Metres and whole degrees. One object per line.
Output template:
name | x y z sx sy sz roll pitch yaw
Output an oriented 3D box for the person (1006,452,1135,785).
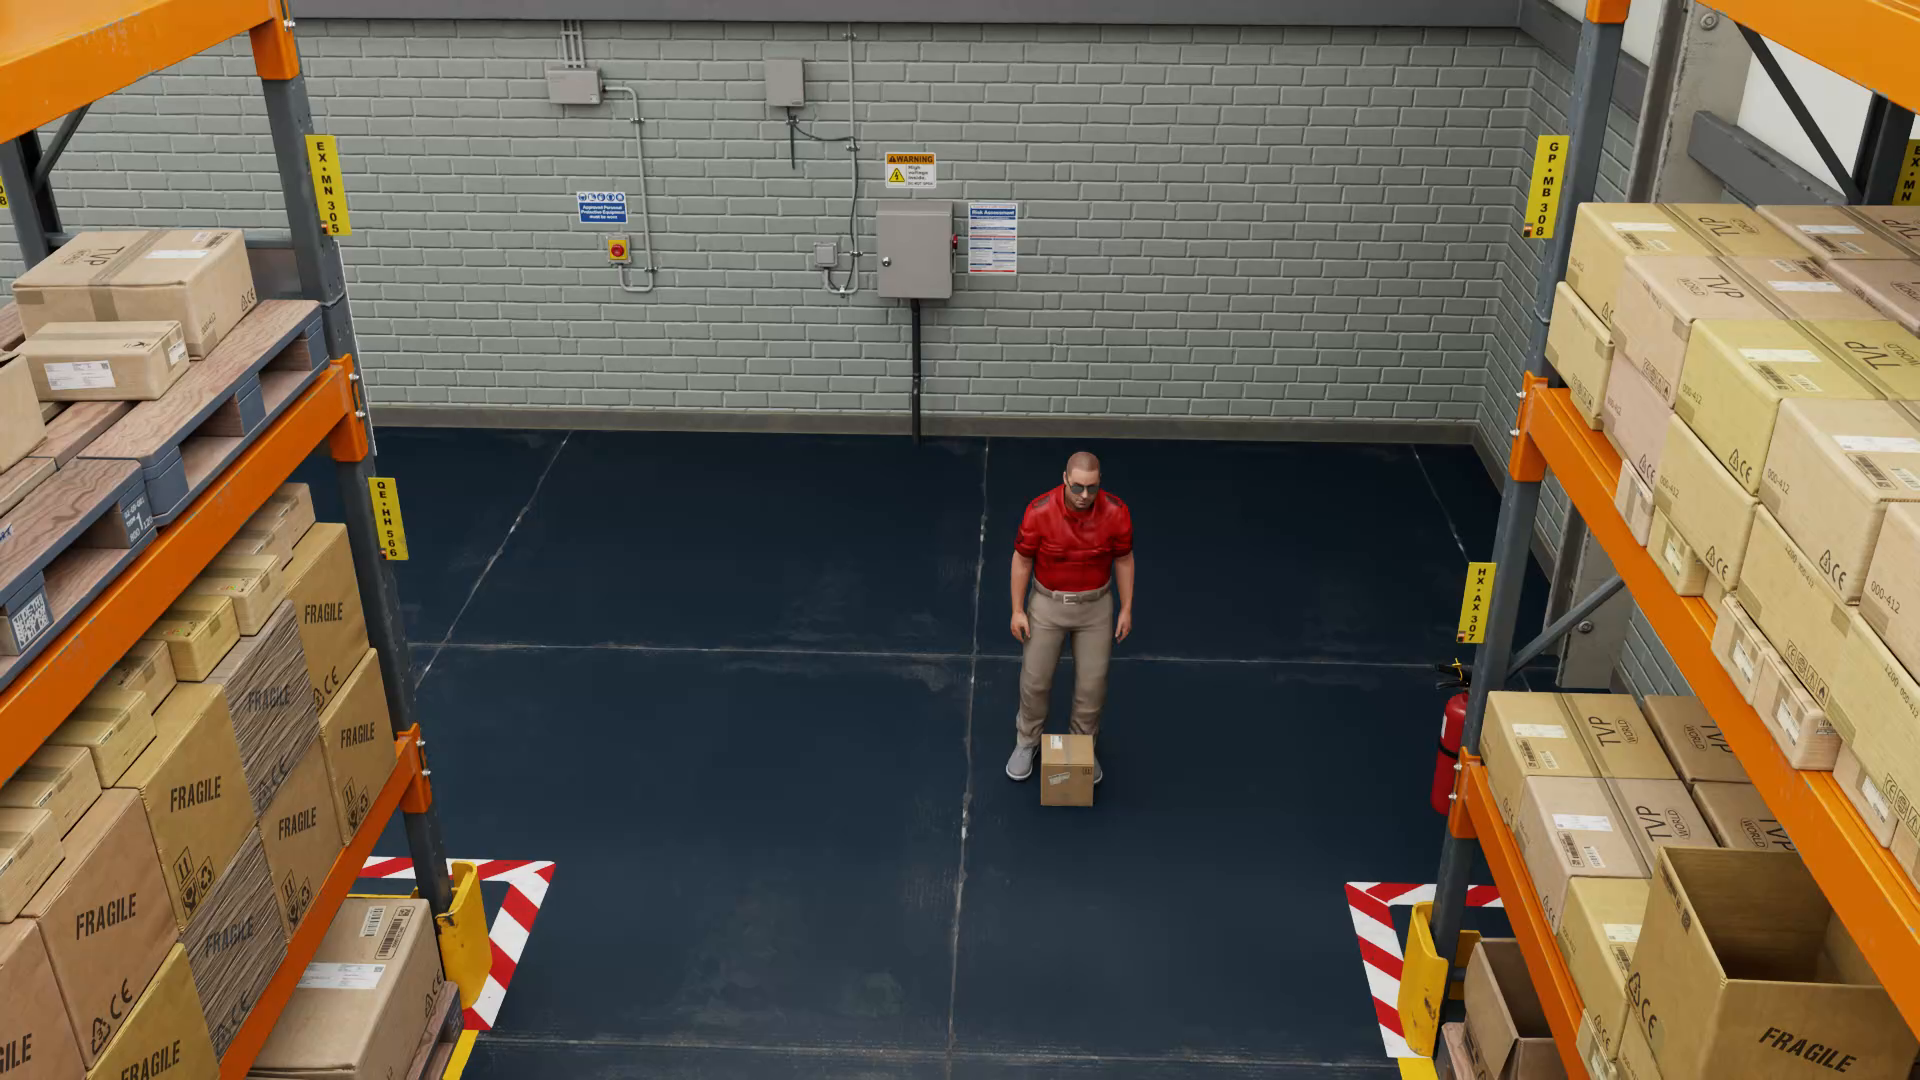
person | 0.531 0.357 7.957 0.606 1.727 0.432 -1 28 -1
